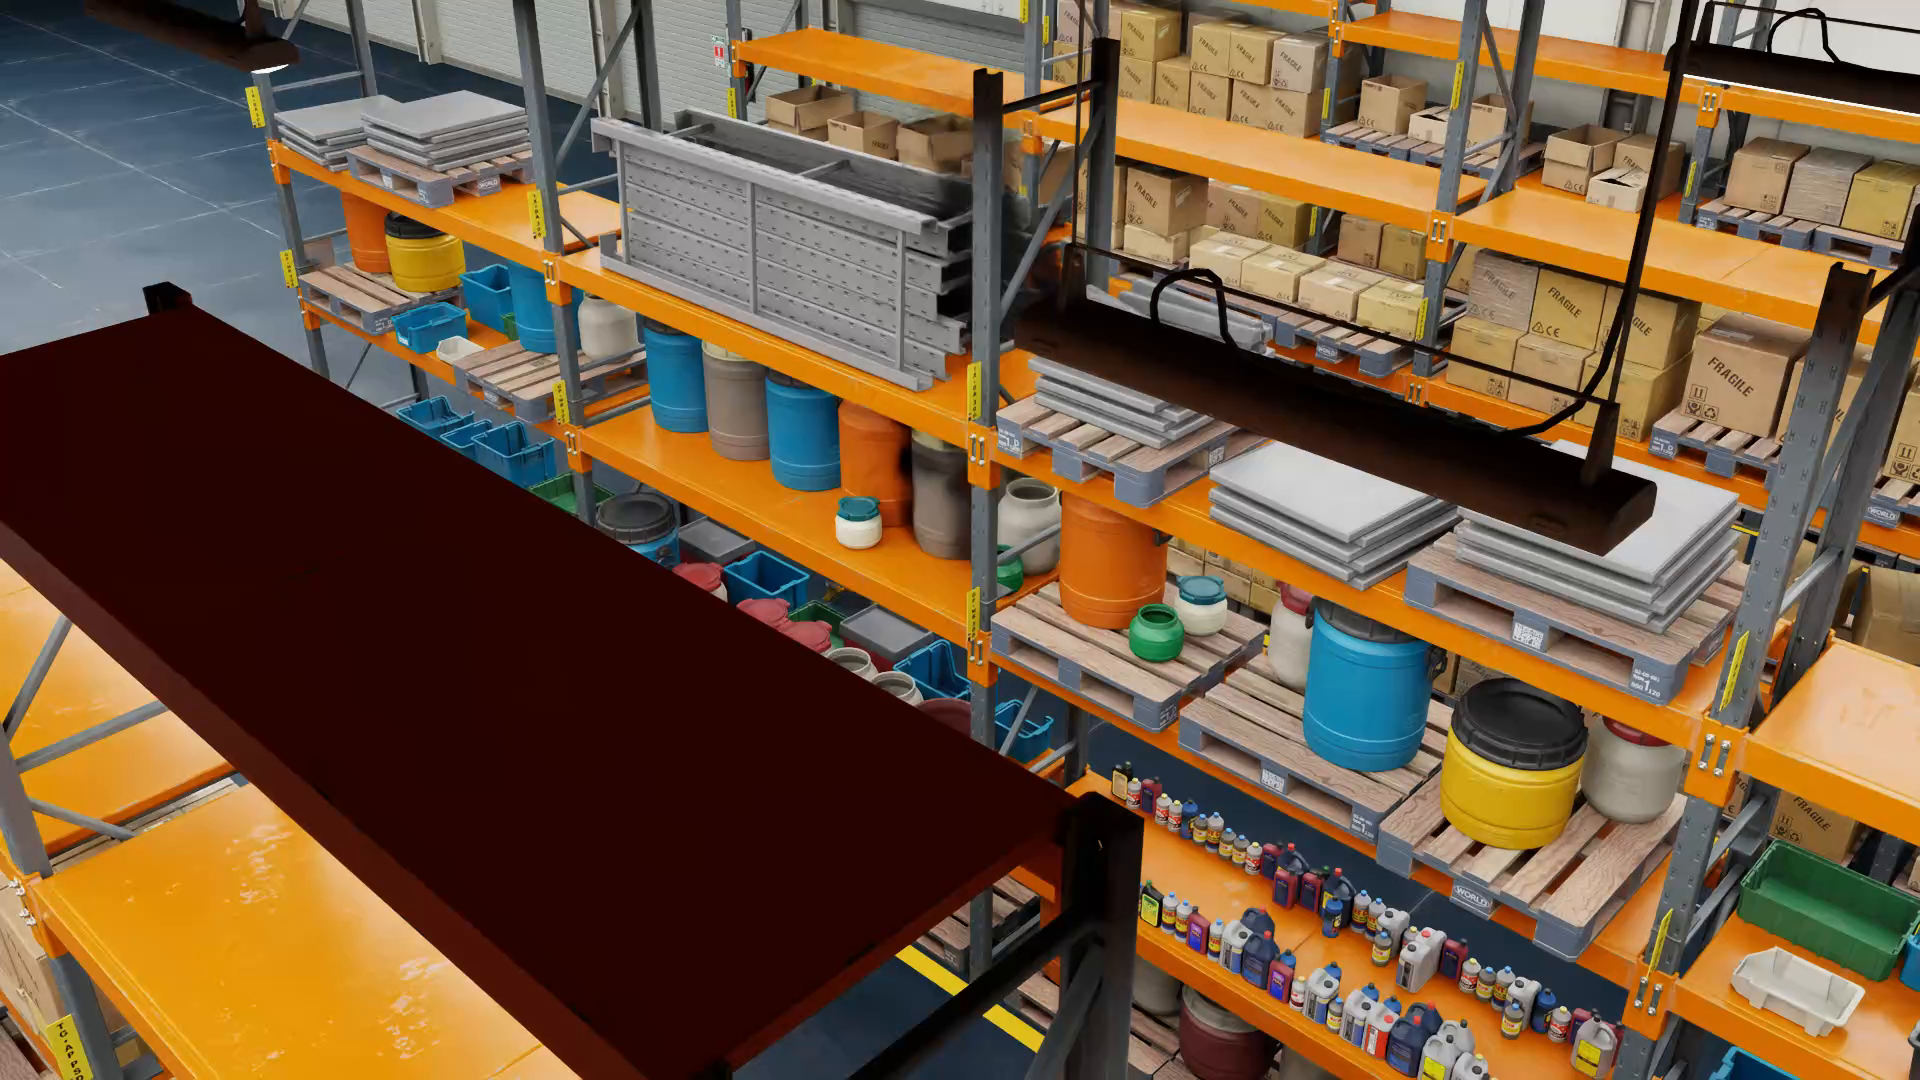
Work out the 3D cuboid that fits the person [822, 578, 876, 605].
[{"bbox_3d":[-0.936,-0.181,14.803,0.863,1.827,0.671,18,34,28],"label":"person"}]
